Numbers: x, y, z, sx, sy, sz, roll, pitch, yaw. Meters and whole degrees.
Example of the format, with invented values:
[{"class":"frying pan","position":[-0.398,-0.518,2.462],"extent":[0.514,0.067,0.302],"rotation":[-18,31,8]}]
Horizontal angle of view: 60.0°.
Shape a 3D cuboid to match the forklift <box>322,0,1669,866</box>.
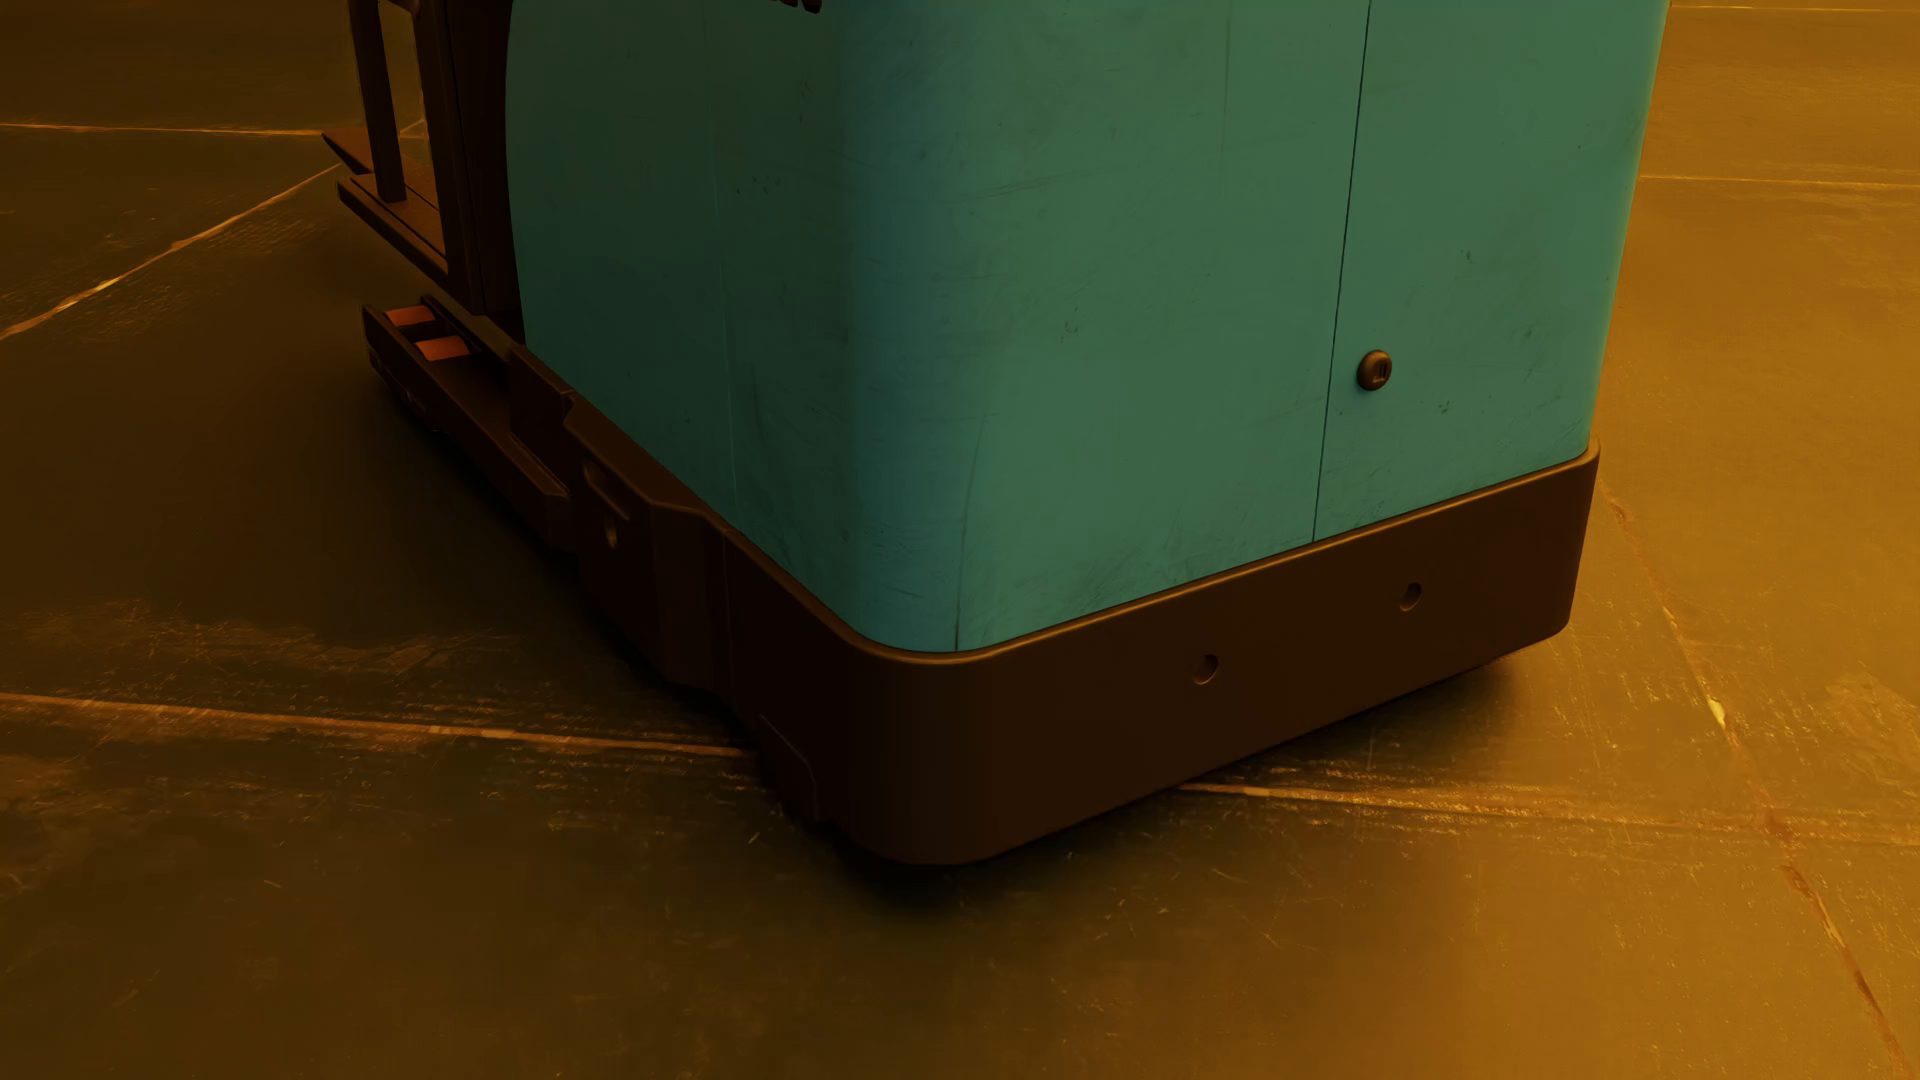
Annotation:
[{"class":"forklift","position":[-0.420,-1.596,2.416],"extent":[1.130,2.935,3.031],"rotation":[-16,31,-28]}]
